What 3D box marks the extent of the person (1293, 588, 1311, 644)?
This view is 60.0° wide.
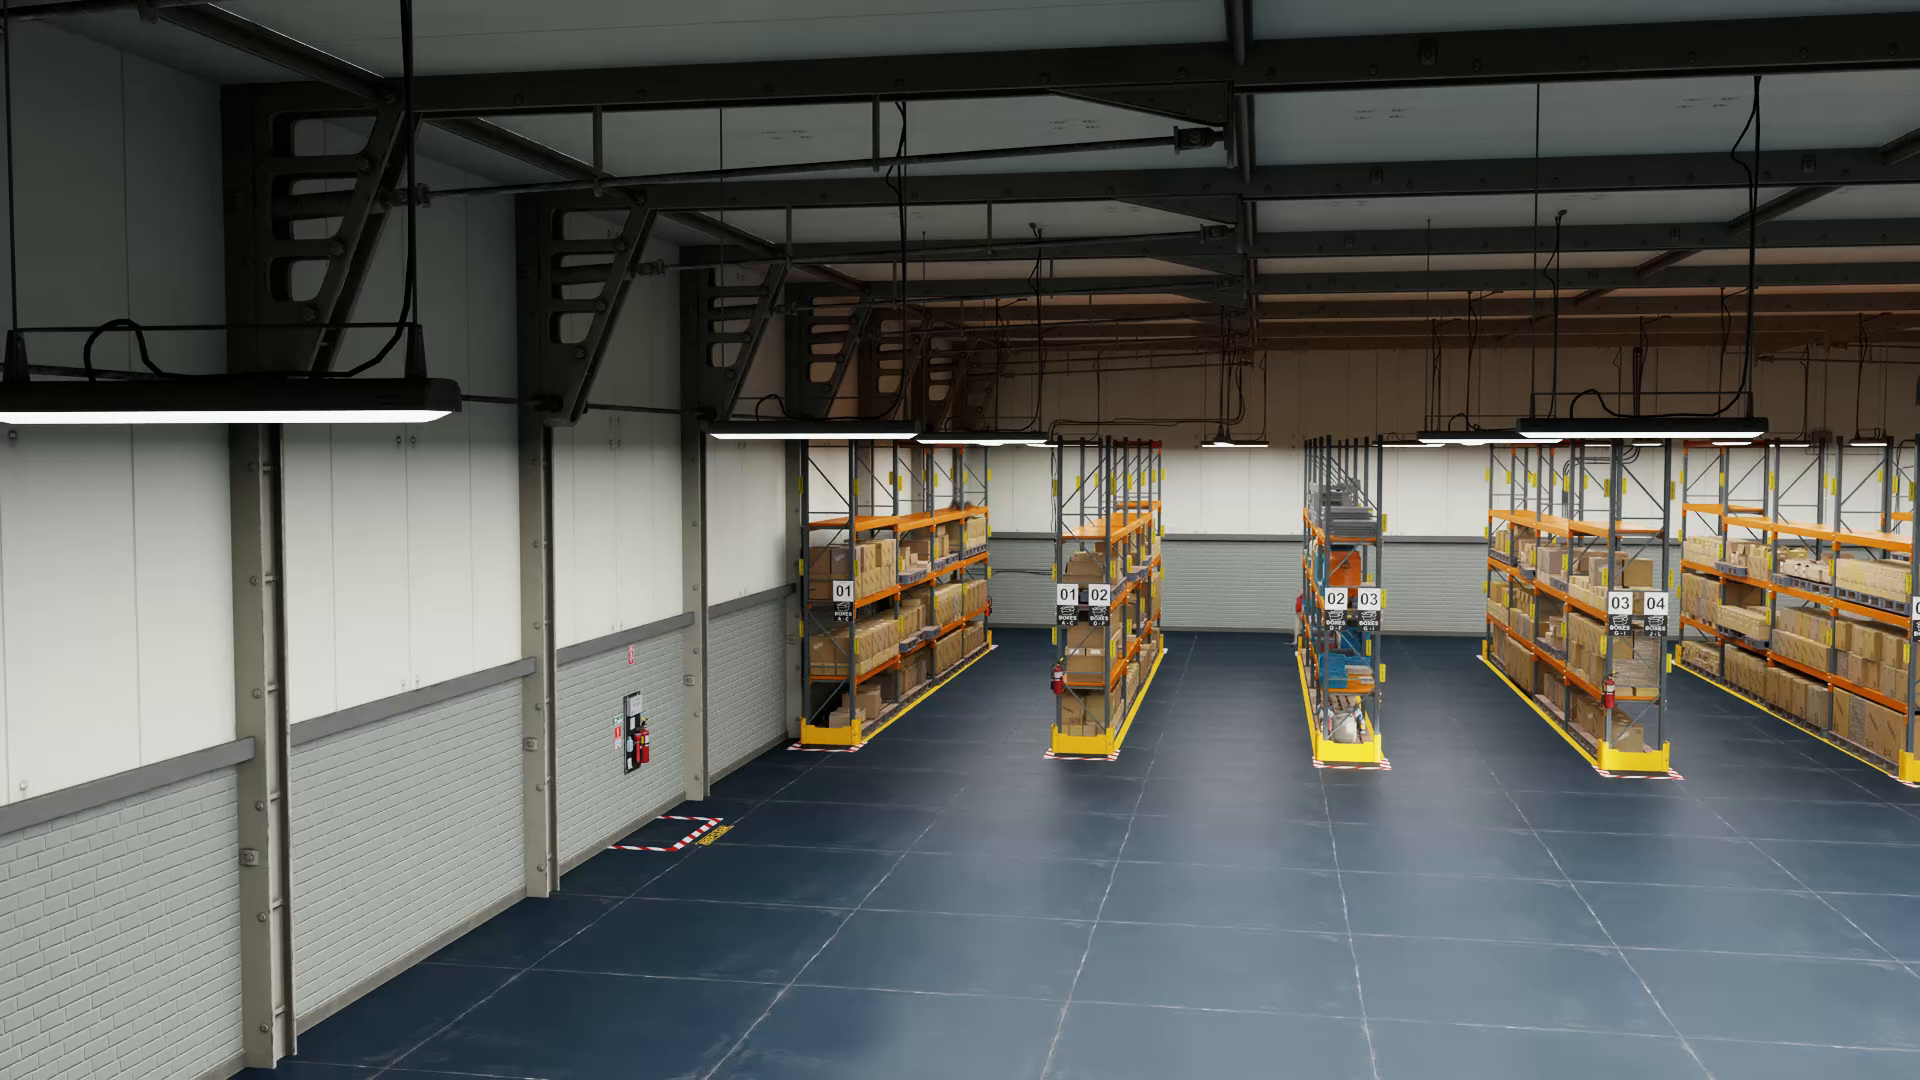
[{"bbox_3d":[10.067,2.220,48.829,0.494,1.624,0.863,1,3,18],"label":"person"}]

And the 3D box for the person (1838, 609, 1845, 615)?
[{"bbox_3d":[25.098,2.324,47.359,0.564,1.651,0.464,0,3,-6],"label":"person"}]
